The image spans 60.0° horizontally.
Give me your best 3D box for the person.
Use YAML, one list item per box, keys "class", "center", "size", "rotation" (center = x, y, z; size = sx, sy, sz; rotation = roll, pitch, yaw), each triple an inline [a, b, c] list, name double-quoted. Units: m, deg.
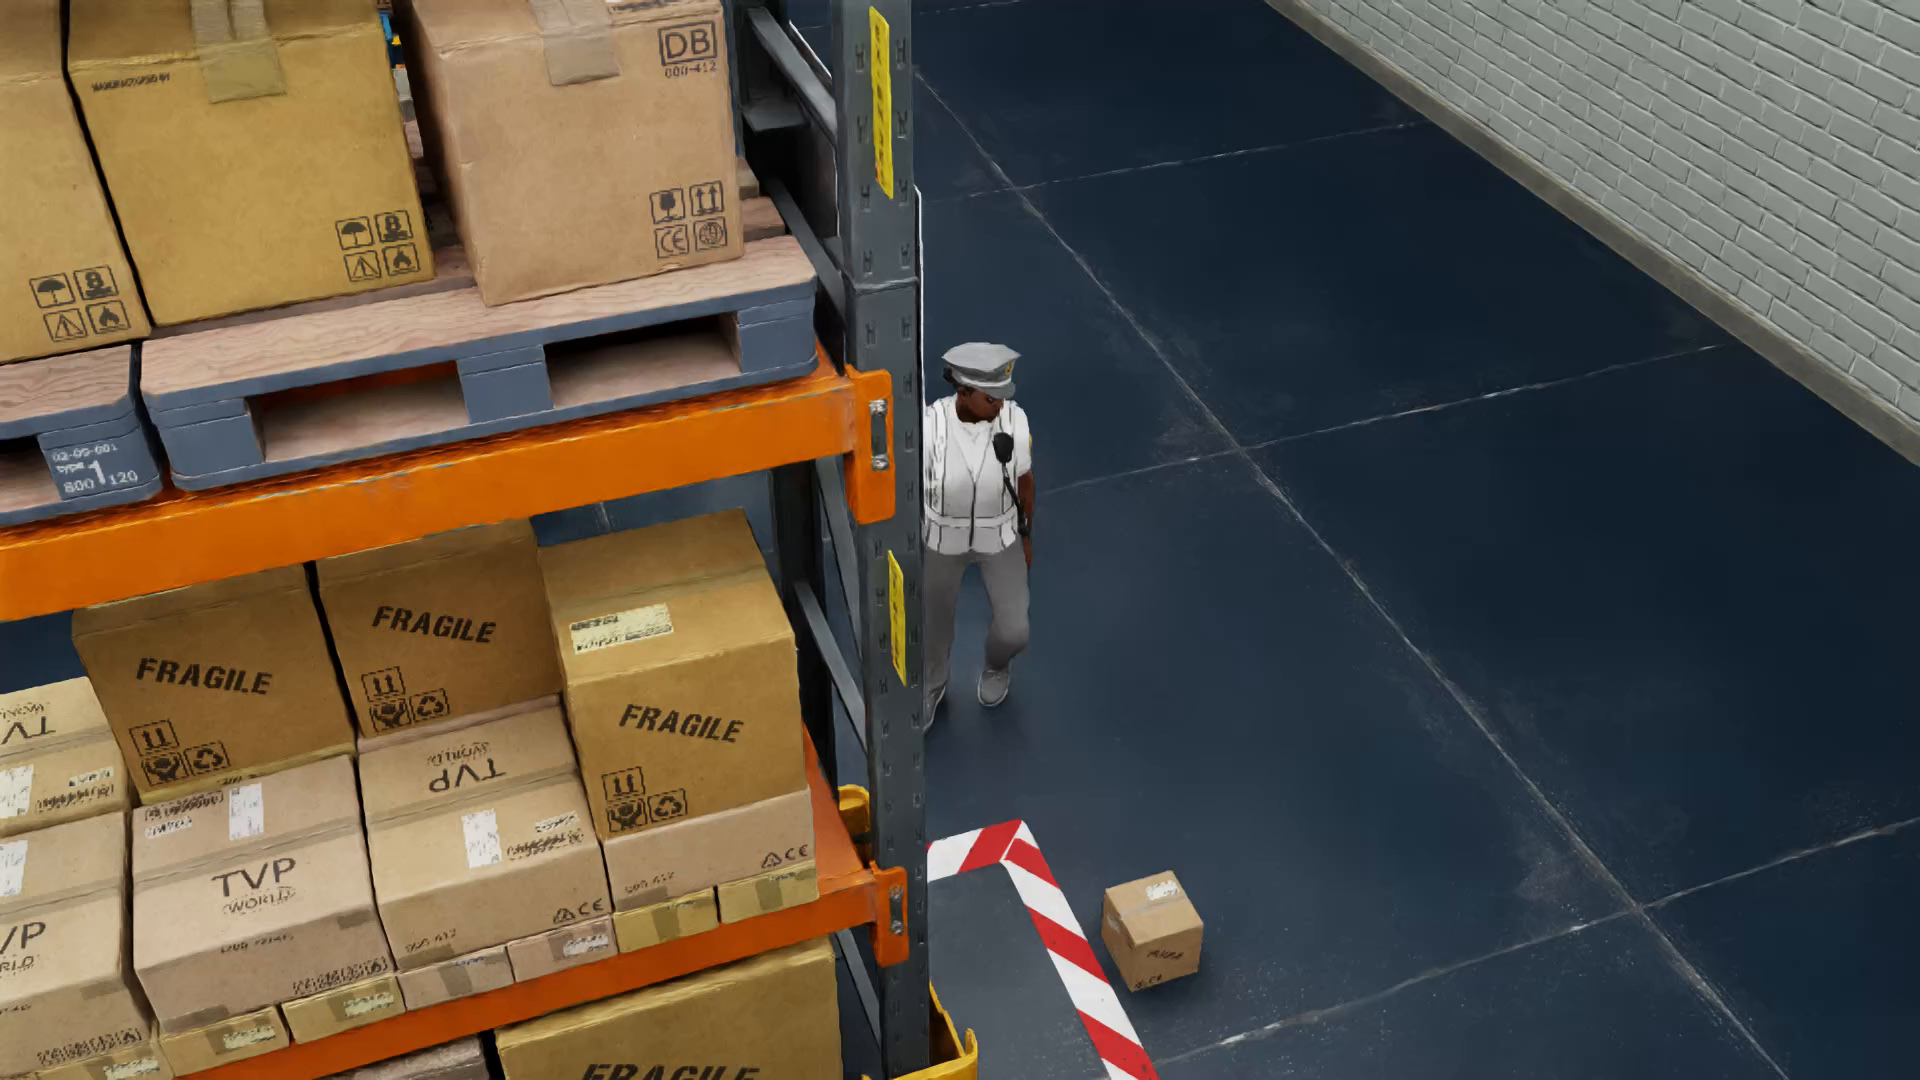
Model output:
- class: "person"
  center: [0.019, -0.005, 6.133]
  size: [0.508, 1.658, 0.388]
  rotation: [0, 38, -1]
